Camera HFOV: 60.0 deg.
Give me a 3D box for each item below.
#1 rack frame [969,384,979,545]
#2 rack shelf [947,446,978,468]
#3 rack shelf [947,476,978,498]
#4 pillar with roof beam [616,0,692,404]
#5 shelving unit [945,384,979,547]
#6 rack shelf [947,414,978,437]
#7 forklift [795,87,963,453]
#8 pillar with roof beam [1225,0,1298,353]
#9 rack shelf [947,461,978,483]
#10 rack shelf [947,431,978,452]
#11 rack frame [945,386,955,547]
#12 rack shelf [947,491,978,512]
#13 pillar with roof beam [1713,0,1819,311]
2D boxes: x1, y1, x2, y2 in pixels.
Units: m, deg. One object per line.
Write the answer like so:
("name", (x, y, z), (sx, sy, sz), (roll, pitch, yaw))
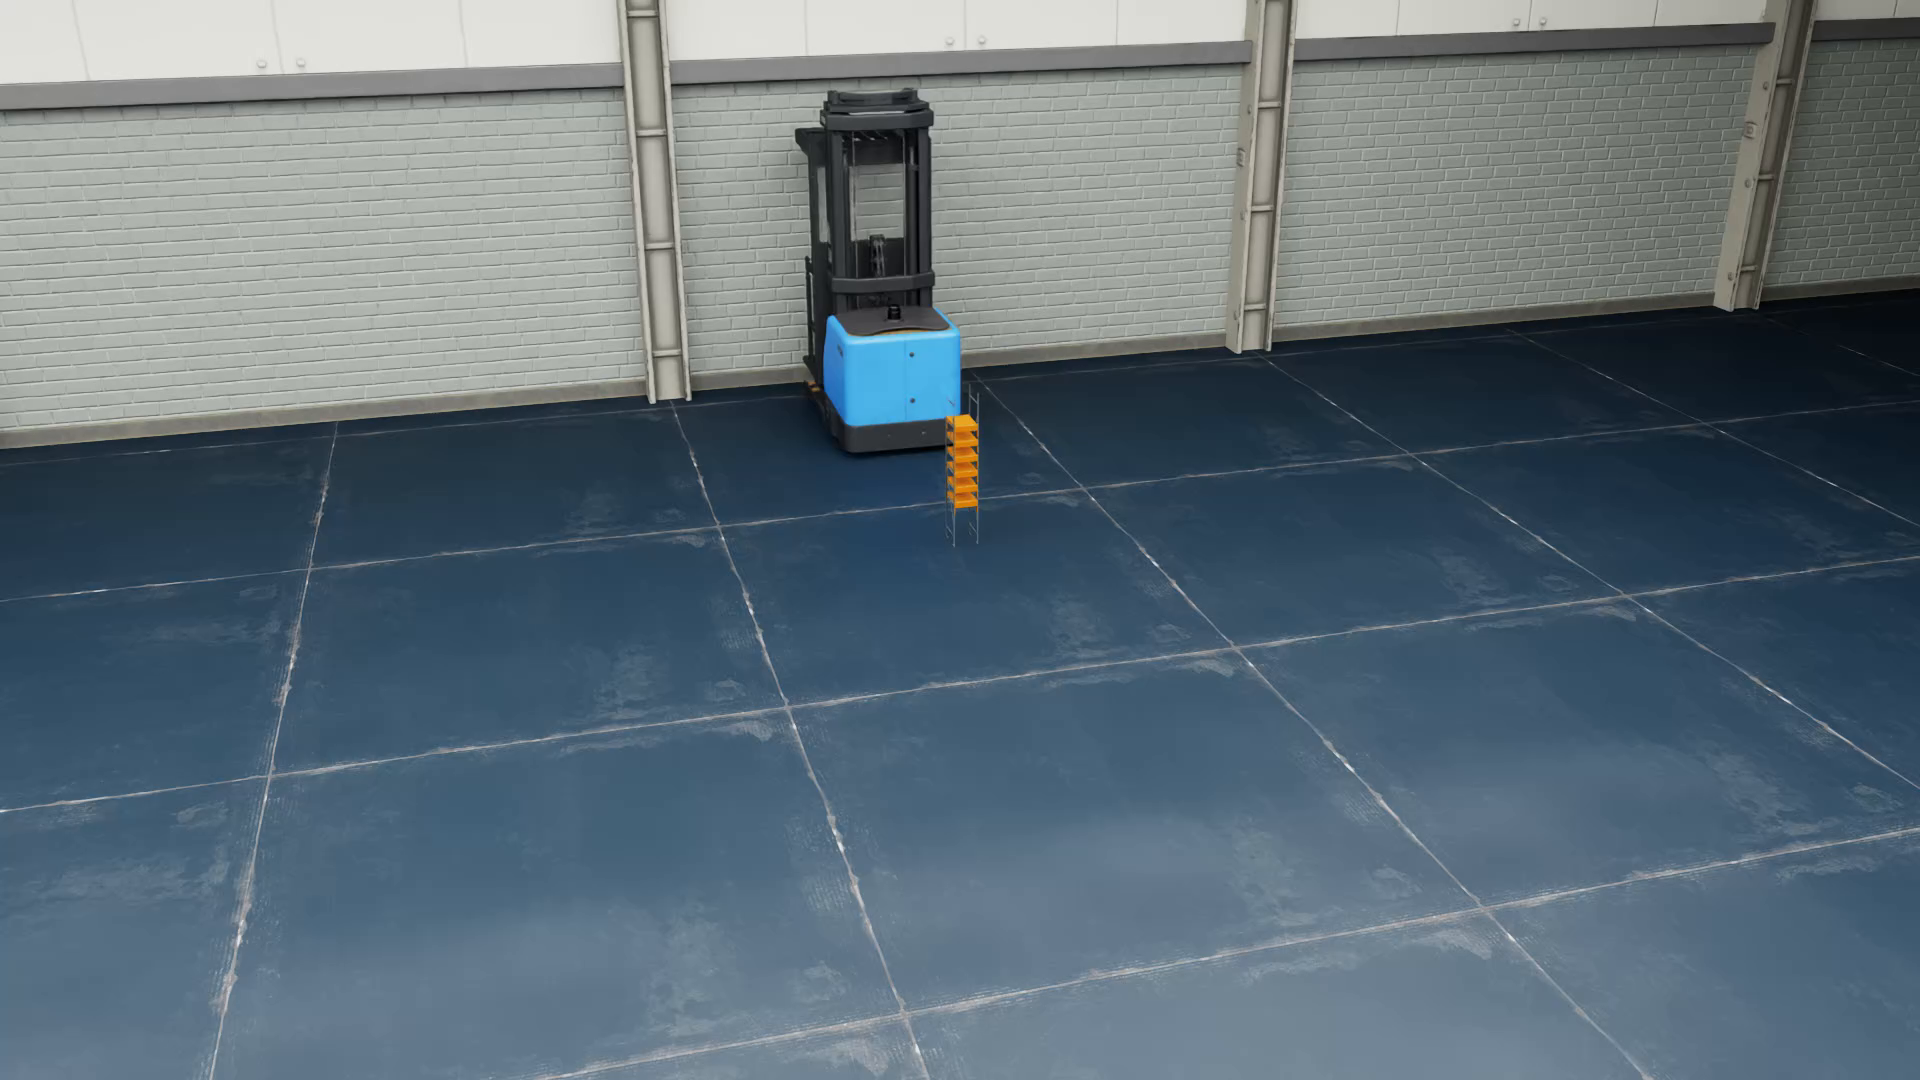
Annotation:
("rack frame", (0.102, -0.563, 12.470), (0.006, 1.200, 0.240), (-6, 24, -14))
("rack shelf", (0.014, -0.622, 12.417), (0.180, 0.103, 0.258), (-6, 24, -14))
("rack shelf", (0.014, -0.402, 12.512), (0.180, 0.103, 0.258), (-6, 24, -14))
("pillar with roof beam", (-1.611, -3.866, 10.279), (0.400, 9.000, 9.100), (-6, 24, -14))
("shelving unit", (0.014, -0.553, 12.447), (0.189, 1.200, 0.258), (-6, 24, -14))
("rack shelf", (0.014, -0.843, 12.323), (0.180, 0.103, 0.258), (-6, 24, -14))
("forklift", (-0.854, -2.647, 15.132), (1.130, 2.935, 3.031), (-6, 24, -14))
("pillar with roof beam", (4.166, -4.506, 11.768), (0.400, 9.000, 9.100), (-6, 24, -14))
("rack shelf", (0.014, -0.512, 12.465), (0.180, 0.103, 0.258), (-6, 24, -14))
("rack shelf", (0.014, -0.733, 12.370), (0.180, 0.103, 0.258), (-6, 24, -14))
("rack frame", (-0.074, -0.543, 12.424), (0.006, 1.200, 0.240), (-6, 24, -14))
("rack shelf", (0.014, -0.292, 12.559), (0.180, 0.103, 0.258), (-6, 24, -14))
("pillar with roof beam", (9.943, -5.145, 13.258), (0.400, 9.000, 9.100), (-6, 24, -14))
